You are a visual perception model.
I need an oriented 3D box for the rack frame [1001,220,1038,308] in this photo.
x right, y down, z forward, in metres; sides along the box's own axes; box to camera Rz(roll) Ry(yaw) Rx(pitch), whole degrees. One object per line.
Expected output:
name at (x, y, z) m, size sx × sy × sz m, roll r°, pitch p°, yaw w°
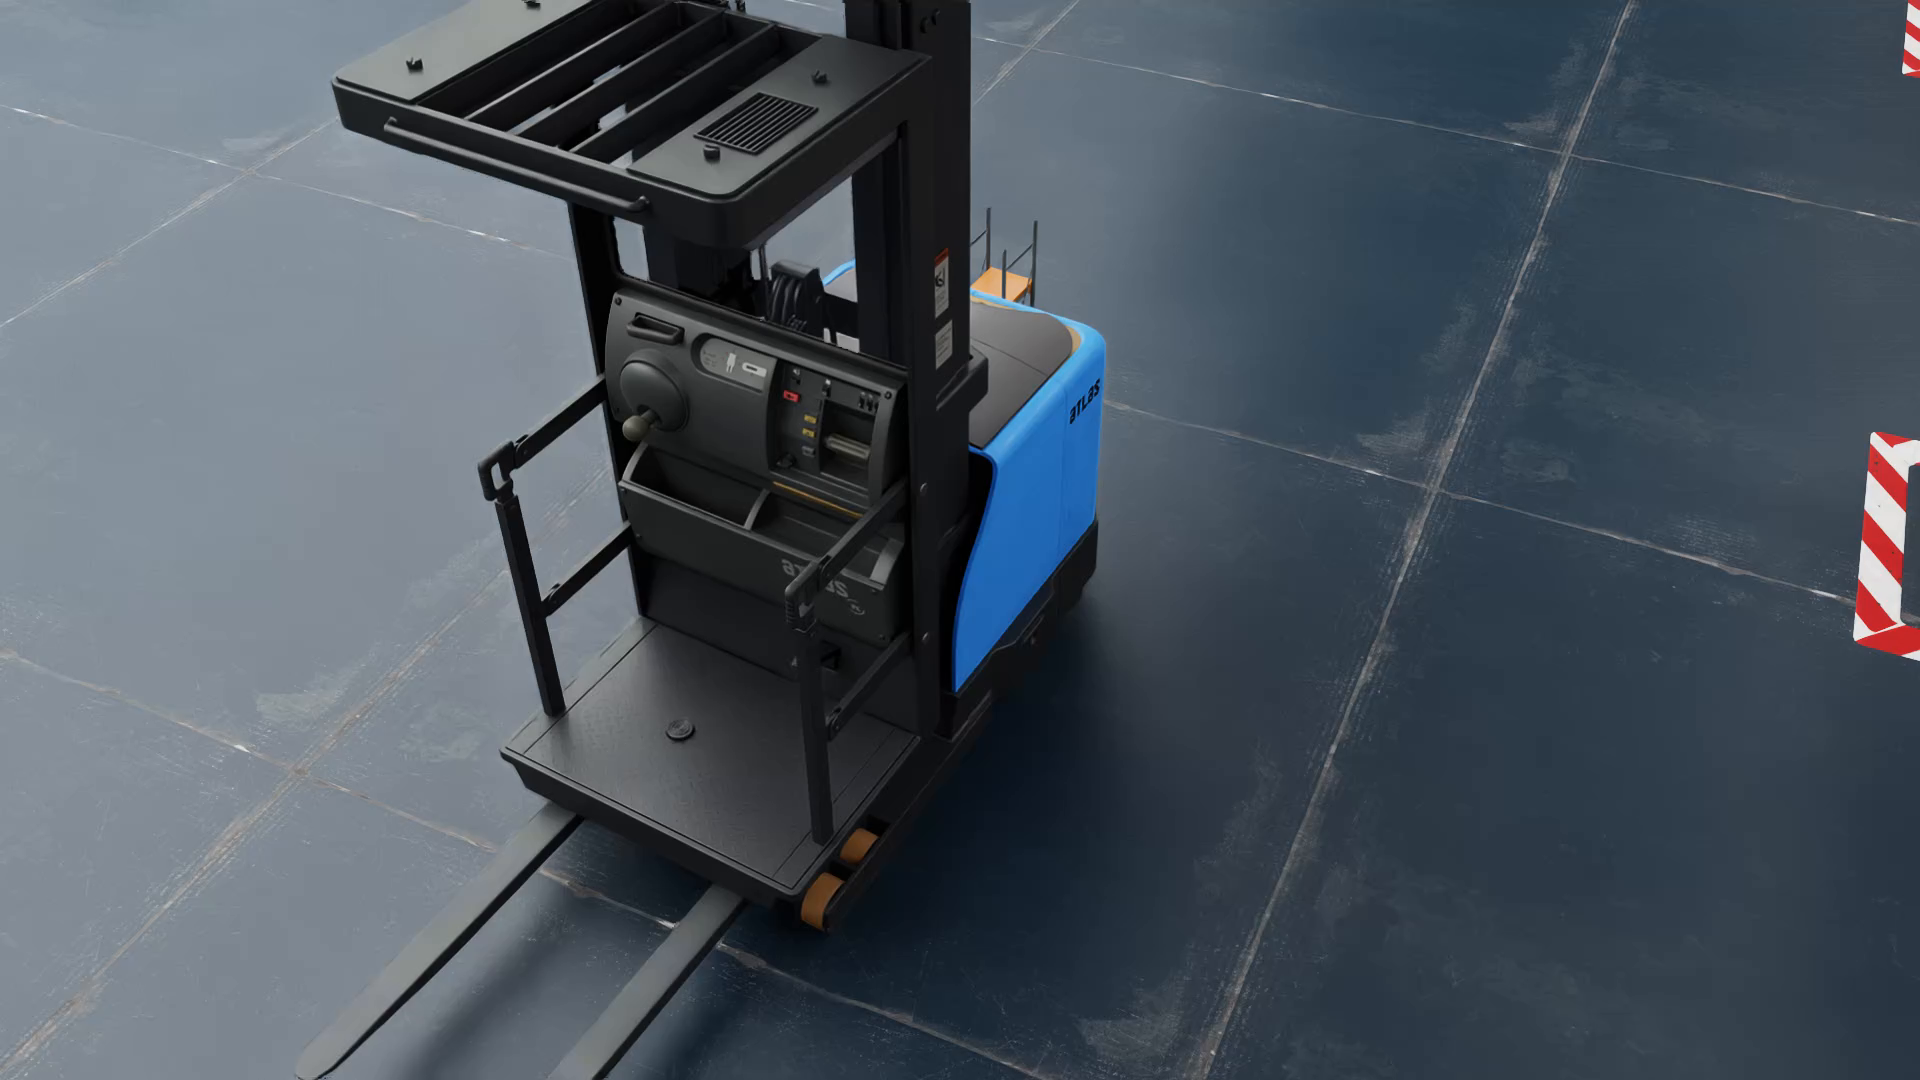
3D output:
rack frame at (0.203, -0.571, 5.993) m, size 0.006 × 1.200 × 0.240 m, roll 21°, pitch 45°, yaw 22°

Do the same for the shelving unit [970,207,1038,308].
shelving unit at (0.124, -0.601, 6.028) m, size 0.189 × 1.200 × 0.258 m, roll 21°, pitch 45°, yaw 22°

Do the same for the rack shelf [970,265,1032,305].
rack shelf at (0.124, -0.840, 5.821) m, size 0.180 × 0.103 × 0.258 m, roll 21°, pitch 45°, yaw 22°

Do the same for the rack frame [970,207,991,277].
rack frame at (0.045, -0.631, 6.062) m, size 0.006 × 1.200 × 0.240 m, roll 21°, pitch 45°, yaw 22°

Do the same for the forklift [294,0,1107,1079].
forklift at (-0.683, -0.303, 4.362) m, size 1.130 × 2.935 × 3.031 m, roll 21°, pitch 45°, yaw 22°
